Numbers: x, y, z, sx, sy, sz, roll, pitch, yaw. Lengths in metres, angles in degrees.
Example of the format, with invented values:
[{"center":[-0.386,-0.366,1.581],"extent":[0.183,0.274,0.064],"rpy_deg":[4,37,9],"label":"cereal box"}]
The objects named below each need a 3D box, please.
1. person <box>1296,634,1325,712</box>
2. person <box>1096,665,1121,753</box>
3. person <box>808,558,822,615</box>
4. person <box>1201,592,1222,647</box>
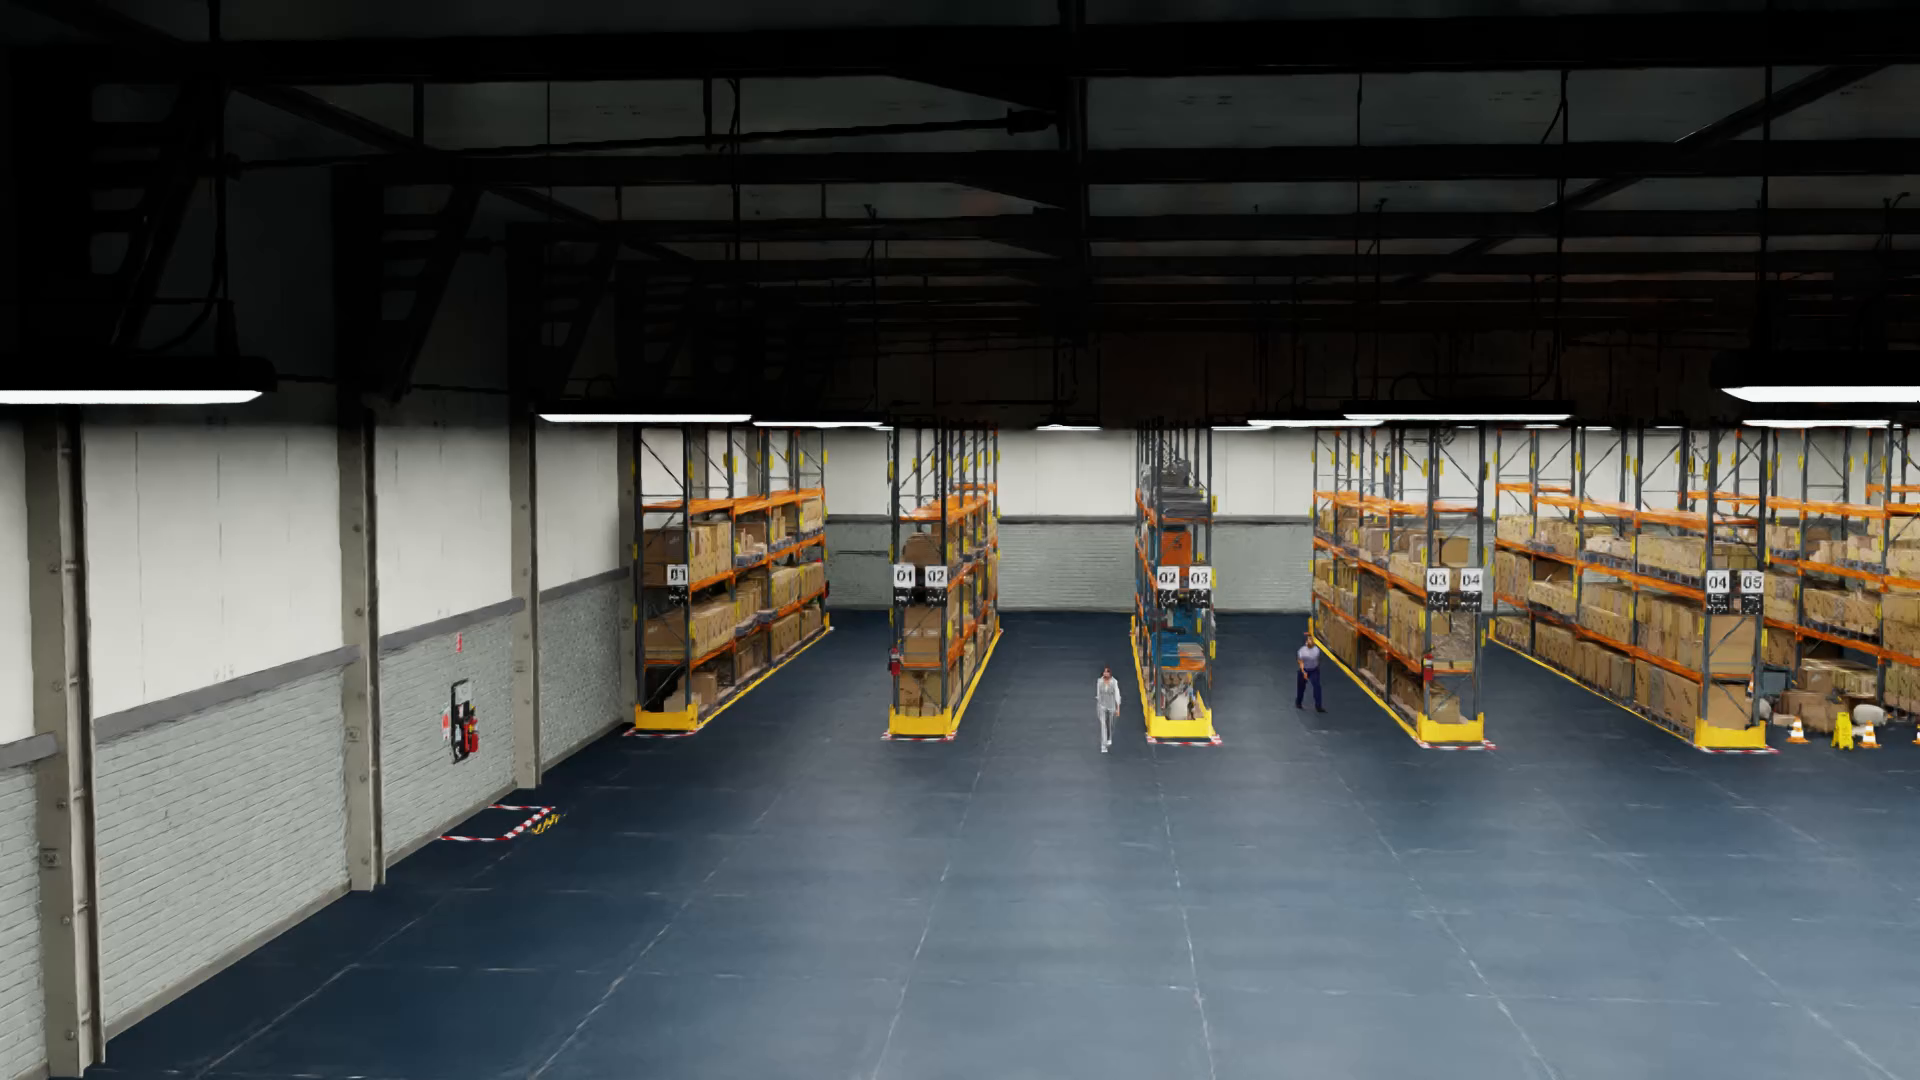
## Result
[{"center":[7.127,2.700,34.000],"extent":[0.478,1.580,1.000],"rpy_deg":[0,4,-4],"label":"person"},{"center":[2.659,2.997,29.809],"extent":[0.430,1.540,0.948],"rpy_deg":[0,4,3],"label":"person"},{"center":[-4.546,1.454,51.856],"extent":[0.500,1.783,0.723],"rpy_deg":[4,5,45],"label":"person"},{"center":[6.484,1.975,44.121],"extent":[0.706,1.714,0.828],"rpy_deg":[-1,4,-13],"label":"person"}]
